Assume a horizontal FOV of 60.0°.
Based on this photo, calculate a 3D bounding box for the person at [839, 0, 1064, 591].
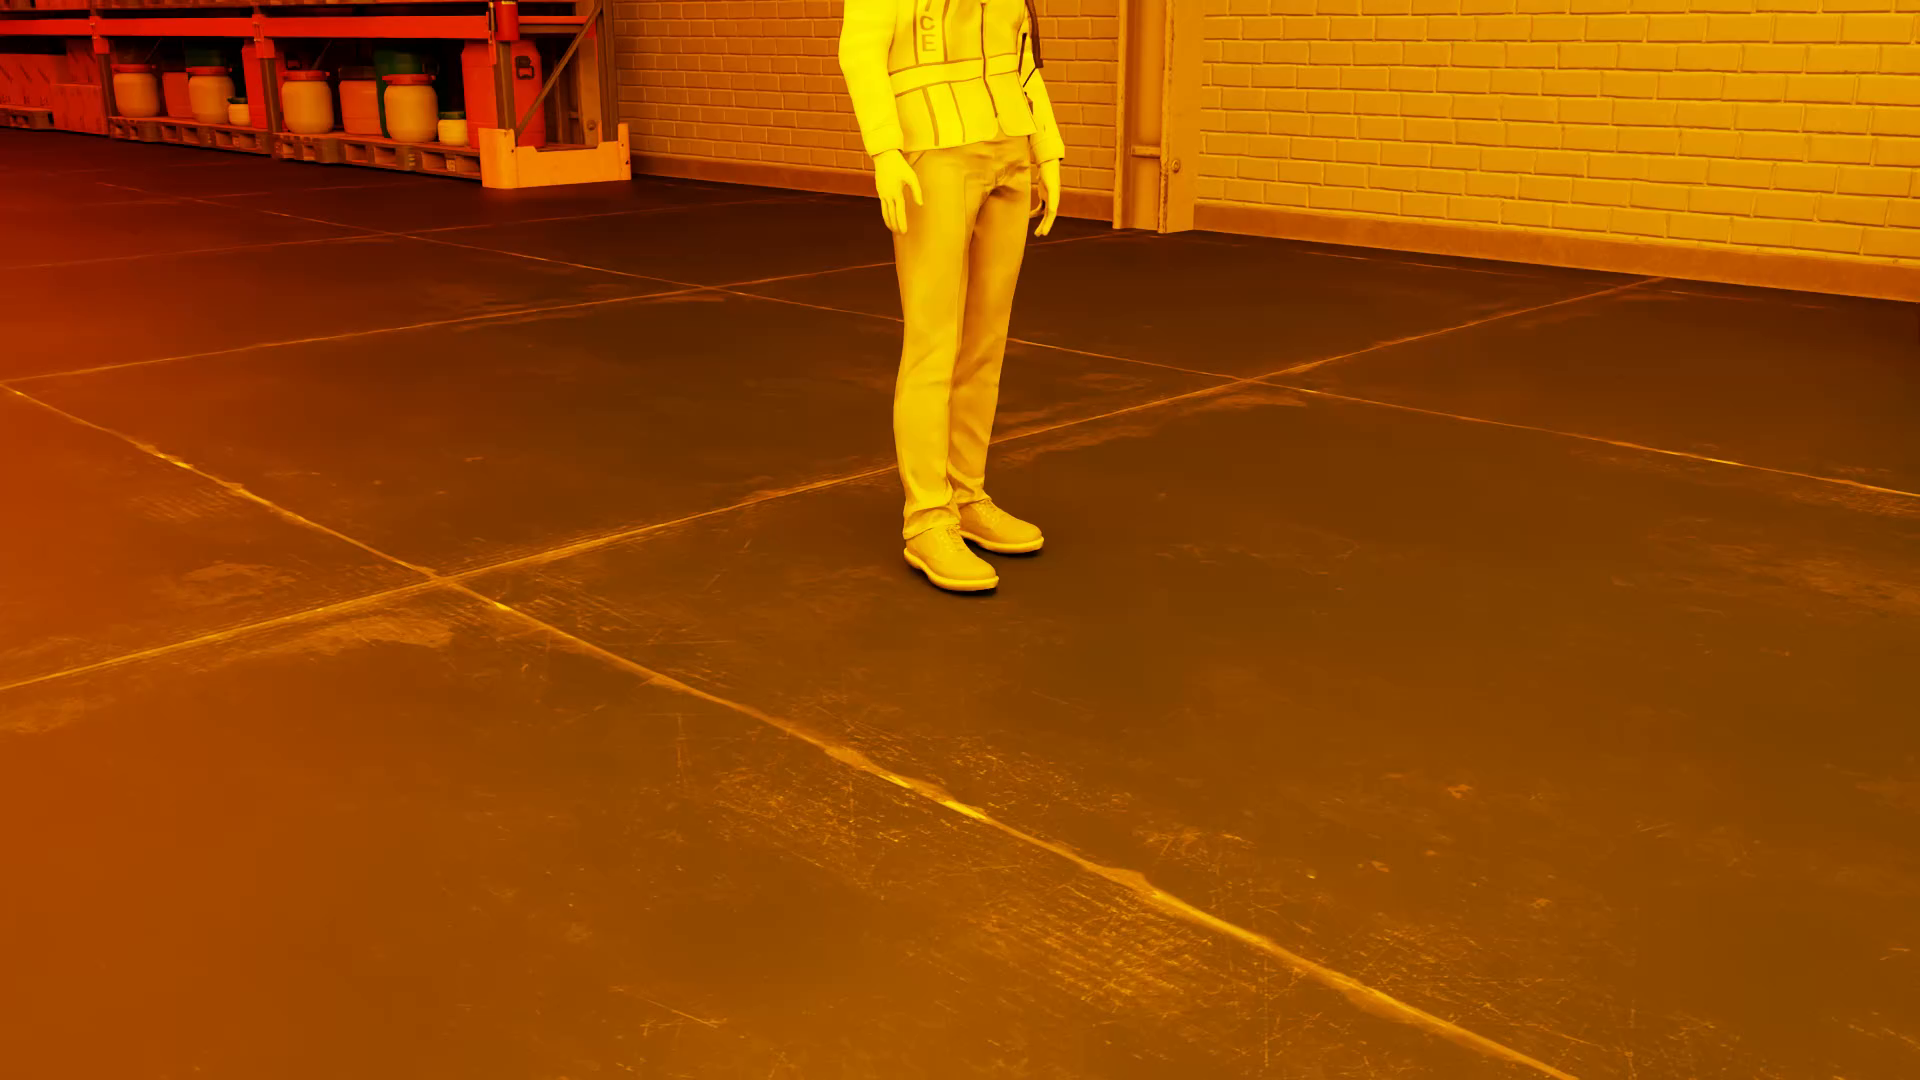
[{"bbox_3d":[0.044,-0.801,3.592,0.530,1.694,0.586,16,23,42],"label":"person"}]
